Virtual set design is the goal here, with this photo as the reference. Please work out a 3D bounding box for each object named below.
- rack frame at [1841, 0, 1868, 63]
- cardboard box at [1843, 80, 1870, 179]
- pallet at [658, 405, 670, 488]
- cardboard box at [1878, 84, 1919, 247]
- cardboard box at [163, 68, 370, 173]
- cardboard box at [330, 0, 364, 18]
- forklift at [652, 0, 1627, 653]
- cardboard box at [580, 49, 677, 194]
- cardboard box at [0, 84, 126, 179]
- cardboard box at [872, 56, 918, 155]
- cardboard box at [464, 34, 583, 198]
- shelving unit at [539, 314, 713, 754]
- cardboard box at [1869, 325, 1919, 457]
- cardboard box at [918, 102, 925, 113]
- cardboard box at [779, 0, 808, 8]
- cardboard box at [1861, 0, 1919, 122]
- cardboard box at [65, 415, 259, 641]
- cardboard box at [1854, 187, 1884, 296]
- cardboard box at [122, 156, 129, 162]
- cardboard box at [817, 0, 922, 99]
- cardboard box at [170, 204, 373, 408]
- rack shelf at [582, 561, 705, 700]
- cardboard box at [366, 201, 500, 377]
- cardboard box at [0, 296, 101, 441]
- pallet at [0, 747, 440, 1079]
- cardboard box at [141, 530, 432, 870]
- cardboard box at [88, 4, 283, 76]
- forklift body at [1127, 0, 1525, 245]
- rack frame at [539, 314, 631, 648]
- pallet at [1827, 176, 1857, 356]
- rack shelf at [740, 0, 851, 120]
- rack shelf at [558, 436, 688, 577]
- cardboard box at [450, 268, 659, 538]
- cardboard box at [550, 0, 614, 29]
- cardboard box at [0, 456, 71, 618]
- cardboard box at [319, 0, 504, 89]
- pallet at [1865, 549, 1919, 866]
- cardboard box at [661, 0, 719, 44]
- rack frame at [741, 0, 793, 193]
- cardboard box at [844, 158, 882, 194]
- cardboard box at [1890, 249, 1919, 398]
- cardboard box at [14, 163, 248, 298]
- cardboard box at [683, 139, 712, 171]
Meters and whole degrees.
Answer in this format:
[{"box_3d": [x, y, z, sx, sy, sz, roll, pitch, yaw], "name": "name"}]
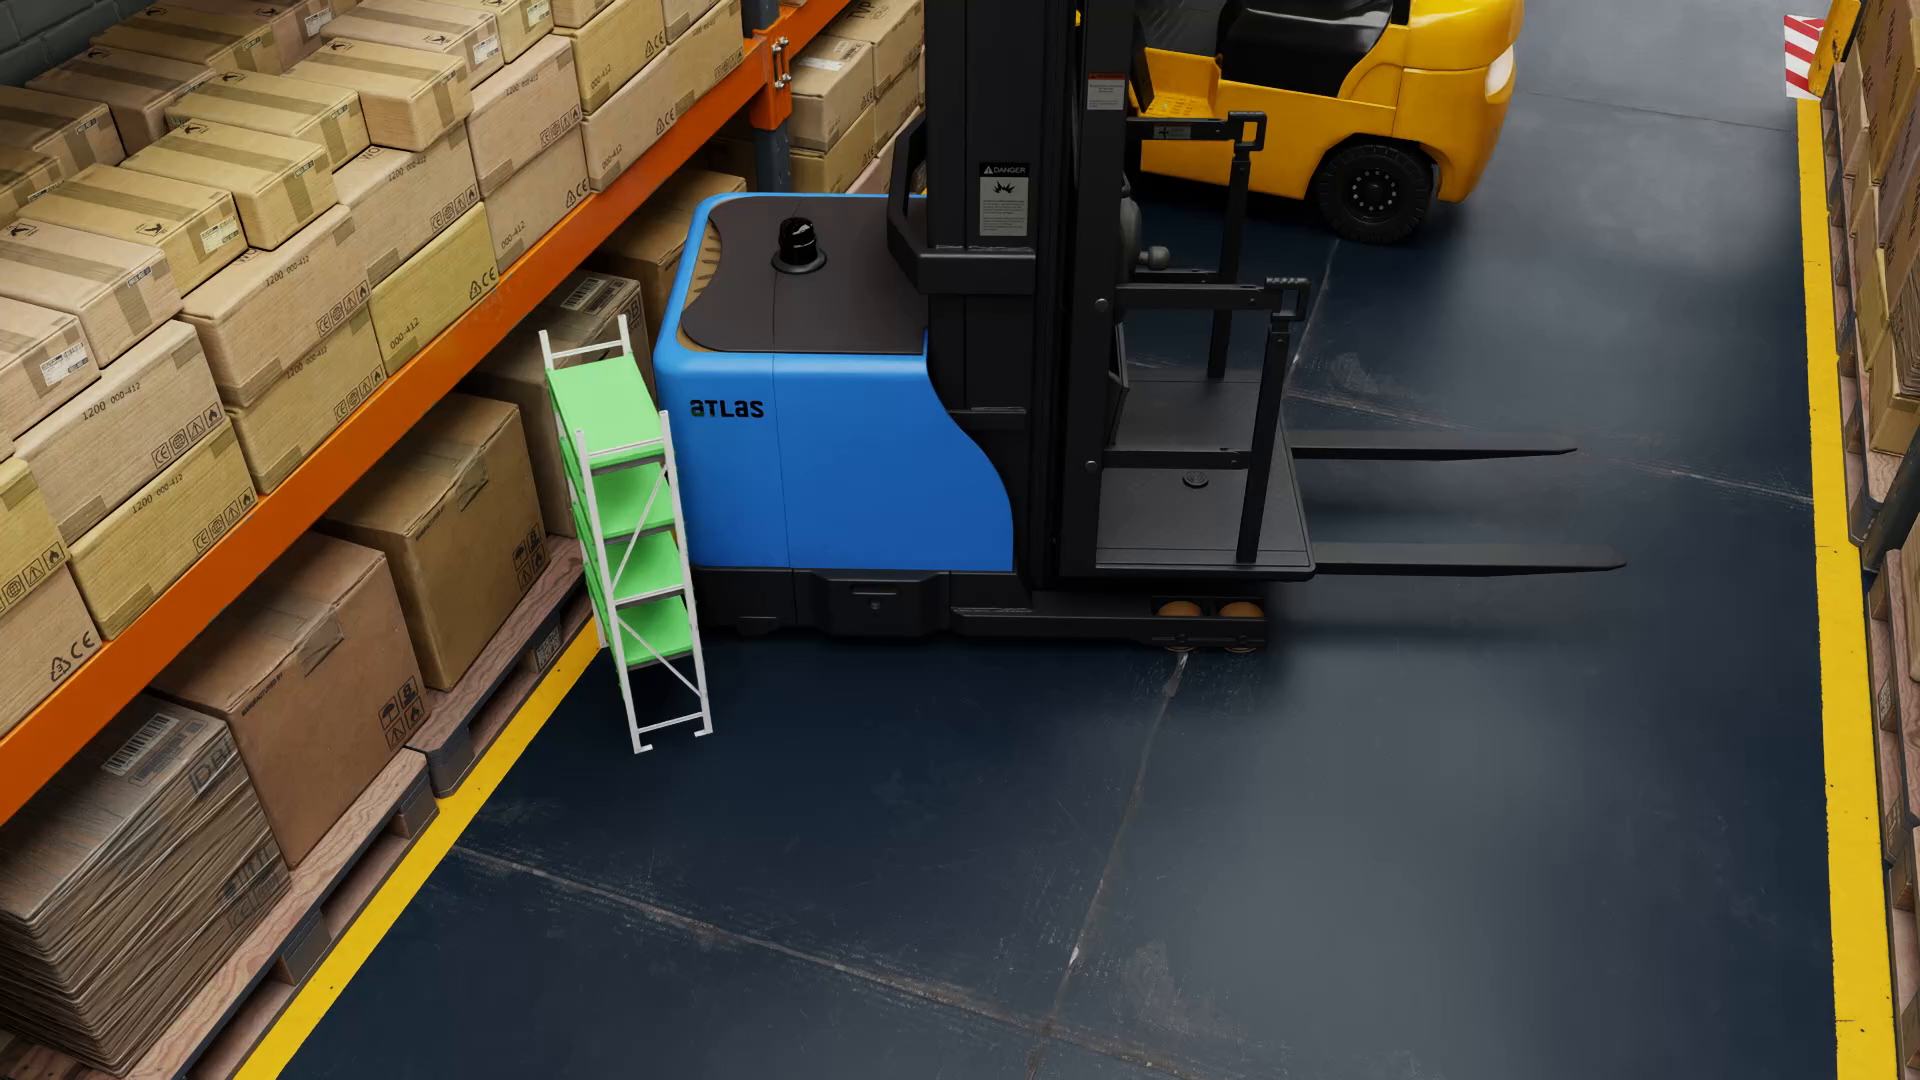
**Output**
[{"box_3d": [4.908, -3.398, 7.422, 1.000, 3.000, 0.127, 13, 42, 15], "name": "rack frame"}, {"box_3d": [4.191, -1.771, 7.310, 0.500, 0.250, 0.500, 15, 43, 17], "name": "cardboard box"}, {"box_3d": [-1.341, -0.539, 6.219, 1.003, 0.211, 1.213, 13, 42, 15], "name": "pallet"}, {"box_3d": [3.836, -1.400, 6.297, 0.500, 0.500, 0.500, 15, 43, 17], "name": "cardboard box"}, {"box_3d": [-1.678, -1.001, 4.036, 0.380, 0.149, 0.250, 13, 42, 15], "name": "cardboard box"}, {"box_3d": [-1.851, -1.565, 4.696, 0.380, 0.149, 0.250, 13, 42, 15], "name": "cardboard box"}, {"box_3d": [0.627, -1.106, 4.788, 3.031, 2.935, 1.130, 1, 40, 1], "name": "forklift"}, {"box_3d": [-1.219, -1.327, 5.110, 0.500, 0.250, 0.500, 13, 42, 15], "name": "cardboard box"}, {"box_3d": [-2.254, -0.953, 3.979, 0.380, 0.149, 0.250, 13, 42, 14], "name": "cardboard box"}, {"box_3d": [-0.500, -1.896, 7.071, 0.500, 0.250, 0.500, 13, 42, 15], "name": "cardboard box"}, {"box_3d": [-1.403, -1.209, 4.586, 0.500, 0.250, 0.500, 14, 42, 16], "name": "cardboard box"}, {"box_3d": [-0.956, 0.006, 4.818, 0.258, 1.200, 0.503, -14, 42, -16], "name": "shelving unit"}, {"box_3d": [3.490, -0.492, 5.811, 0.500, 0.250, 0.500, 15, 43, 17], "name": "cardboard box"}, {"box_3d": [-0.329, -2.023, 7.605, 0.500, 0.250, 0.500, 14, 42, 16], "name": "cardboard box"}, {"box_3d": [-0.728, -2.308, 6.067, 0.500, 0.500, 0.500, 12, 42, 14], "name": "cardboard box"}, {"box_3d": [4.190, -2.032, 7.038, 0.500, 0.500, 0.500, 12, 42, 13], "name": "cardboard box"}, {"box_3d": [-1.935, -0.083, 3.652, 0.500, 0.250, 0.500, 12, 42, 14], "name": "cardboard box"}, {"box_3d": [3.841, -1.128, 6.556, 0.500, 0.250, 0.500, 14, 42, 16], "name": "cardboard box"}, {"box_3d": [-2.075, -1.009, 4.352, 0.500, 0.250, 0.500, 13, 42, 14], "name": "cardboard box"}, {"box_3d": [-0.481, -2.087, 6.909, 0.500, 0.250, 0.500, 13, 42, 15], "name": "cardboard box"}, {"box_3d": [-1.744, -0.588, 3.858, 0.500, 0.250, 0.500, 12, 42, 14], "name": "cardboard box"}, {"box_3d": [-0.956, 0.238, 5.015, 0.258, 0.148, 0.480, -14, 42, -16], "name": "rack shelf"}, {"box_3d": [-1.587, -0.715, 4.392, 0.500, 0.250, 0.500, 15, 43, 16], "name": "cardboard box"}, {"box_3d": [-1.954, -0.357, 3.281, 0.380, 0.149, 0.250, 14, 43, 16], "name": "cardboard box"}, {"box_3d": [-2.175, 0.949, 4.474, 1.003, 0.211, 1.213, 13, 42, 15], "name": "pallet"}, {"box_3d": [-2.051, 0.348, 4.537, 0.875, 0.625, 0.625, 15, 43, 16], "name": "cardboard box"}, {"box_3d": [-2.012, -1.256, 4.334, 0.380, 0.149, 0.250, 14, 42, 15], "name": "cardboard box"}, {"box_3d": [1.308, -2.613, 7.155, 2.313, 2.155, 1.214, 13, 42, 15], "name": "forklift body"}, {"box_3d": [-1.045, -0.141, 4.991, 0.240, 1.200, 0.015, -14, 42, -16], "name": "rack frame"}, {"box_3d": [4.152, -1.061, 6.832, 1.003, 0.211, 1.213, 13, 42, 15], "name": "pallet"}, {"box_3d": [-0.442, -3.004, 7.514, 1.077, 0.370, 4.000, 13, 42, 15], "name": "rack shelf"}, {"box_3d": [-0.956, -0.128, 4.704, 0.258, 0.148, 0.480, -14, 42, -16], "name": "rack shelf"}, {"box_3d": [-1.566, -0.522, 5.556, 0.875, 0.625, 0.625, 13, 42, 15], "name": "cardboard box"}, {"box_3d": [-1.203, -1.596, 4.733, 0.380, 0.149, 0.250, 12, 42, 14], "name": "cardboard box"}, {"box_3d": [-2.088, 0.038, 3.125, 0.500, 0.250, 0.500, 13, 42, 15], "name": "cardboard box"}, {"box_3d": [-1.443, -1.299, 4.384, 0.380, 0.149, 0.250, 14, 42, 15], "name": "cardboard box"}, {"box_3d": [3.275, 0.578, 4.910, 1.003, 0.211, 1.213, 13, 42, 15], "name": "pallet"}, {"box_3d": [-1.053, -1.834, 5.319, 0.500, 0.250, 0.500, 12, 42, 14], "name": "cardboard box"}, {"box_3d": [-1.125, -2.058, 5.851, 1.000, 3.000, 0.127, 13, 42, 15], "name": "rack frame"}, {"box_3d": [-0.649, -1.393, 6.866, 0.500, 0.250, 0.500, 14, 42, 16], "name": "cardboard box"}, {"box_3d": [3.490, -0.778, 5.568, 0.500, 0.500, 0.500, 13, 42, 14], "name": "cardboard box"}, {"box_3d": [-1.818, -0.679, 3.658, 0.380, 0.149, 0.250, 14, 42, 16], "name": "cardboard box"}, {"box_3d": [-1.151, -1.704, 6.846, 0.500, 0.250, 0.500, 12, 42, 14], "name": "cardboard box"}]
